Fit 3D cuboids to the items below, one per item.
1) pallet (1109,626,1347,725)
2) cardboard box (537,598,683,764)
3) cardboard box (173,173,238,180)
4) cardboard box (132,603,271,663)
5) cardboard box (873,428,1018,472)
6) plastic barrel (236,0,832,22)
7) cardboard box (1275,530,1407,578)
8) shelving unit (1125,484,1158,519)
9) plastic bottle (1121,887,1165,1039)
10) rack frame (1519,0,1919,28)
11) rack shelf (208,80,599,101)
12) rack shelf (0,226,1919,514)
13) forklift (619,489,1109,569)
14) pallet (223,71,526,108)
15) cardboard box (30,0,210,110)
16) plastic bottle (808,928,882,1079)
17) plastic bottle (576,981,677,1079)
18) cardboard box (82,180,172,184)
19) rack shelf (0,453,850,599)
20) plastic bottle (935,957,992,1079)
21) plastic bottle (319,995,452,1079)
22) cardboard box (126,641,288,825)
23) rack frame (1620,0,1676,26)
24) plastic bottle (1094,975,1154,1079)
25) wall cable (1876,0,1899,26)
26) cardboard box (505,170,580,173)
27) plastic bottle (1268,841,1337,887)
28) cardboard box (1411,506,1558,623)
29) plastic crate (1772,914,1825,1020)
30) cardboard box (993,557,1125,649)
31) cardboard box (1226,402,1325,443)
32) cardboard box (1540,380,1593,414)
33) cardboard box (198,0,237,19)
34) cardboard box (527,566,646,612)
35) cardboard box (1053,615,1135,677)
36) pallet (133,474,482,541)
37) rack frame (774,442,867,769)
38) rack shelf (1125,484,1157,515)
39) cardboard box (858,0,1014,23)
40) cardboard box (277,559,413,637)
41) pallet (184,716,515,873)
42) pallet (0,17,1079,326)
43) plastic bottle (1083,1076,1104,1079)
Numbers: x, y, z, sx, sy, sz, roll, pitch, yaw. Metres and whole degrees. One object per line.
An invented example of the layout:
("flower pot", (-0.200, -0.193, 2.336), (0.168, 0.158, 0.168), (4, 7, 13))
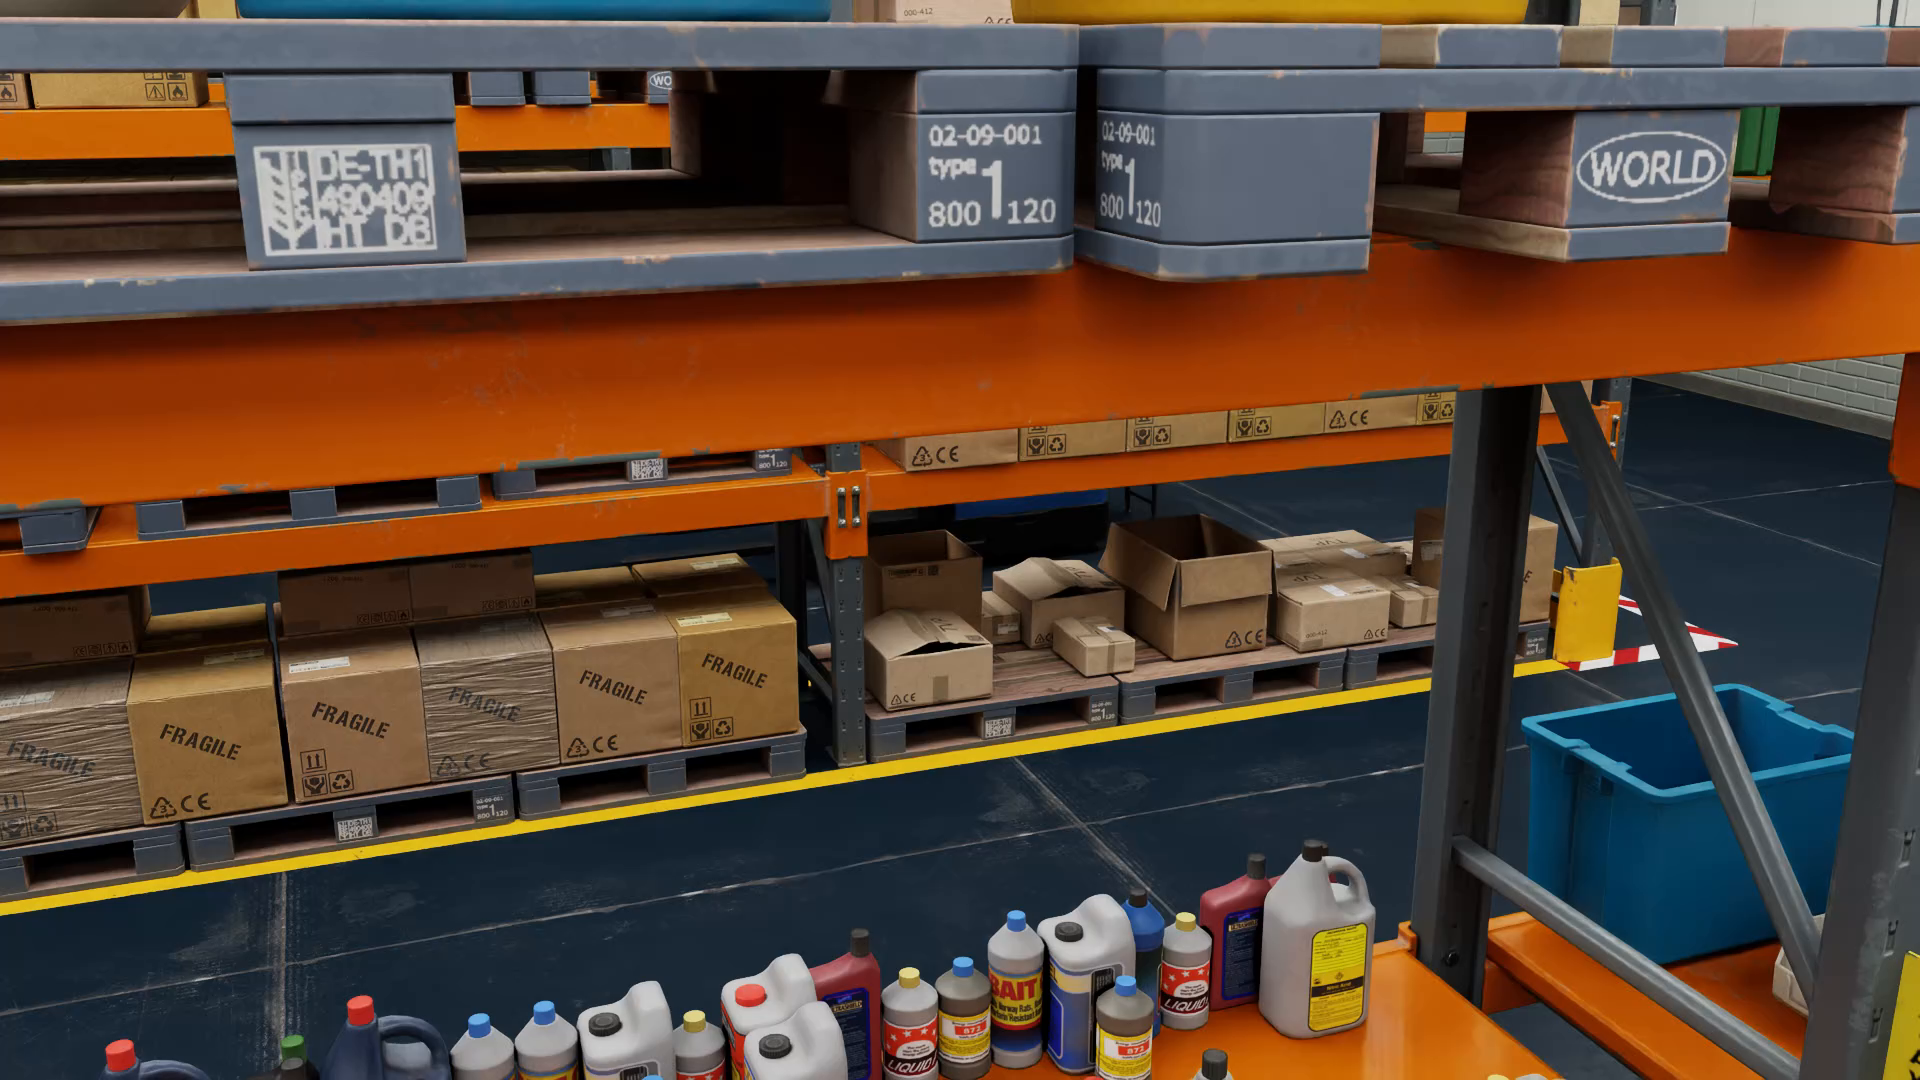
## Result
("pallet", (1.139, 0.562, 8.309), (1.213, 0.211, 1.003), (-6, 17, -20))
("cardboard box", (-1.467, 0.578, 6.960), (0.500, 0.500, 0.500), (-6, 17, -20))
("cardboard box", (-4.860, -2.258, 10.894), (0.500, 0.250, 0.500), (-7, 18, -21))
("cardboard box", (-3.107, 0.601, 6.884), (0.500, 0.500, 0.500), (-7, 18, -22))
("cardboard box", (-0.071, -0.610, 7.175), (0.500, 0.500, 0.500), (-6, 17, -19))
("plastic barrel", (-0.414, -0.948, 1.544), (0.708, 0.901, 0.600), (-6, 17, -20))
("cardboard box", (2.015, 0.153, 8.853), (0.500, 0.250, 0.500), (-6, 17, -20))
("shelving unit", (0.978, -1.123, 10.694), (0.503, 2.100, 0.431), (-7, 18, -22))
("plastic bottle", (0.313, 0.747, 2.959), (0.097, 0.271, 0.097), (0, 16, 0))
("rack frame", (1.125, -2.157, 1.974), (0.127, 3.000, 1.000), (-6, 17, -20))
("rack shelf", (-4.288, -2.778, 10.688), (4.000, 0.370, 1.077), (-6, 17, -20))
("rack shelf", (-0.743, -0.171, 1.811), (4.000, 0.370, 1.077), (-6, 17, -20))
("forklift", (-0.639, -1.316, 9.876), (3.031, 2.935, 1.130), (-7, 18, -22))
("pallet", (-2.246, -1.779, 6.343), (1.003, 0.211, 1.213), (-6, 17, -20))
("cardboard box", (-3.022, -1.823, 5.982), (0.500, 0.500, 0.910), (-6, 17, -20))
("plastic bottle", (-0.200, 0.791, 2.787), (0.133, 0.283, 0.061), (-6, 17, -20))
("plastic bottle", (-0.525, 0.844, 2.622), (0.135, 0.276, 0.152), (-6, 17, -20))
("cardboard box", (-5.138, -2.075, 10.268), (0.500, 0.250, 0.500), (-6, 18, -21))
("rack shelf", (-2.512, -0.036, 6.673), (4.000, 0.370, 1.077), (-6, 17, -20))
("plastic bottle", (0.006, 0.814, 2.855), (0.097, 0.201, 0.097), (0, 16, 0))
("plastic bottle", (-0.857, 0.843, 2.493), (0.185, 0.351, 0.144), (-6, 17, -20))
("cardboard box", (-2.895, 0.735, 6.428), (0.500, 0.500, 0.500), (-6, 18, -21))
("rack frame", (3.091, -3.864, 7.787), (0.127, 3.000, 1.000), (-6, 17, -20))
("plastic bottle", (0.277, 0.831, 2.799), (0.097, 0.201, 0.097), (0, 16, 0))
("wall cable", (6.724, -4.154, 14.283), (0.112, 2.526, 3.097), (-6, 17, -20))
("cardboard box", (-2.765, -2.331, 11.142), (0.500, 0.250, 0.500), (-6, 17, -19))
("plastic bottle", (0.630, 0.702, 3.092), (0.133, 0.283, 0.061), (-6, 17, -20))
("cardboard box", (2.671, 0.122, 8.515), (0.500, 0.500, 0.500), (-6, 17, -20))
("plastic crate", (1.611, 0.809, 2.880), (0.243, 0.136, 0.396), (-6, 17, -20))
("cardboard box", (0.487, 0.289, 8.283), (0.500, 0.311, 0.500), (-6, 17, -20))
("cardboard box", (1.349, -0.764, 7.700), (0.500, 0.500, 0.500), (-6, 18, -21))
("cardboard box", (2.770, -0.917, 8.220), (0.500, 0.500, 0.500), (-6, 17, -18))
("cardboard box", (-4.726, -3.364, 10.449), (0.500, 0.500, 0.700), (-5, 17, -17))
("cardboard box", (-1.677, 0.447, 7.408), (0.500, 0.500, 0.500), (-6, 17, -19))
("cardboard box", (0.629, 0.490, 7.852), (0.250, 0.166, 0.380), (-6, 17, -20))
("pallet", (-2.565, -0.285, 6.584), (1.213, 0.211, 1.003), (-6, 17, -20))
("rack frame", (-0.644, -0.583, 7.259), (0.127, 3.000, 1.000), (-6, 17, -20))
("rack shelf", (0.978, -0.438, 10.895), (0.480, 0.518, 0.431), (-7, 18, -22))
("cardboard box", (-0.101, -2.173, 6.731), (0.500, 0.250, 0.500), (-6, 17, -20))
("cardboard box", (-2.585, 0.182, 6.979), (0.500, 0.250, 0.500), (-7, 18, -21))
("pallet", (-2.531, 0.971, 6.916), (1.213, 0.211, 1.003), (-6, 17, -20))
("pallet", (-0.630, -0.408, 1.675), (1.213, 0.211, 1.003), (-6, 17, -20))
("plastic bottle", (0.159, 0.904, 2.283), (0.185, 0.351, 0.144), (-6, 17, -20))
